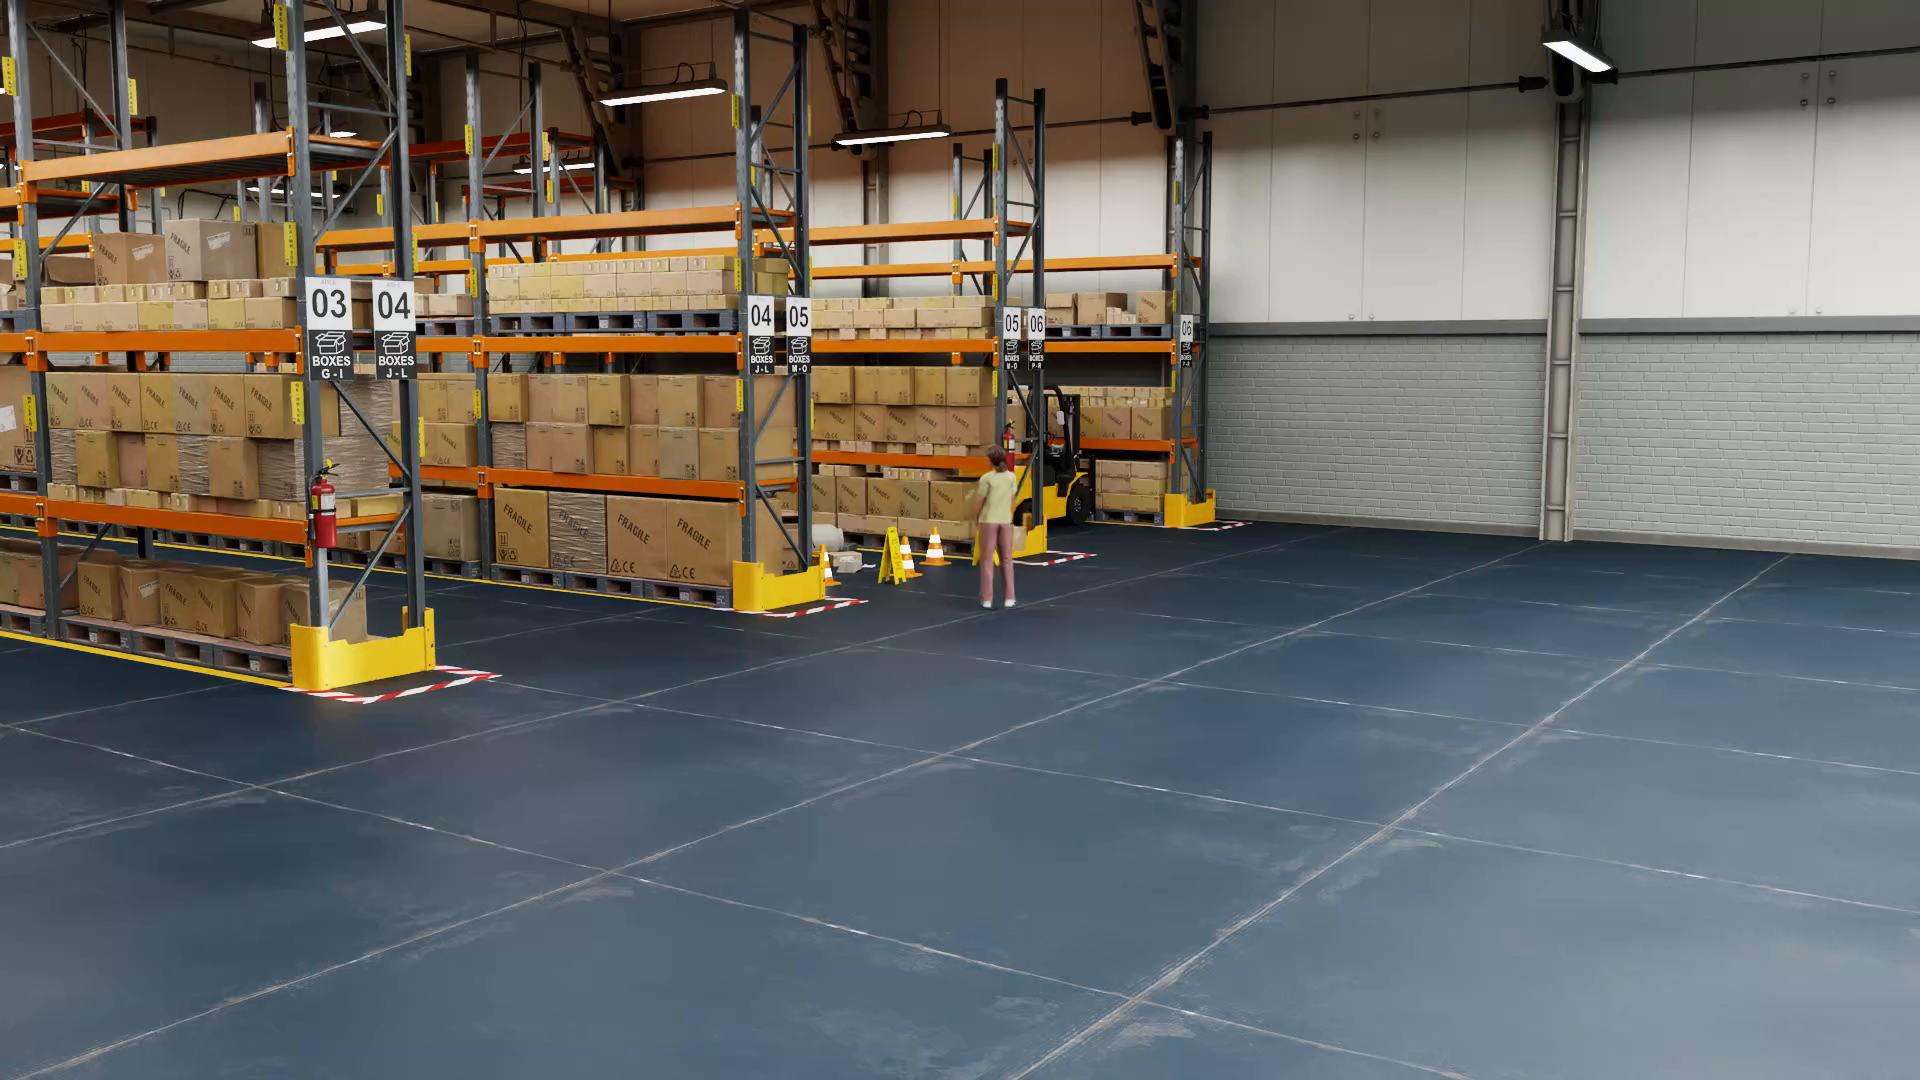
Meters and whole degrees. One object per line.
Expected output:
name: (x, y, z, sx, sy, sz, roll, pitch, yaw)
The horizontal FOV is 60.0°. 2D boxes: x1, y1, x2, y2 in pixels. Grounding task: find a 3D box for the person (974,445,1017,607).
person: (0.386, -0.143, 17.115, 0.527, 1.684, 0.443, -3, 7, -25)
